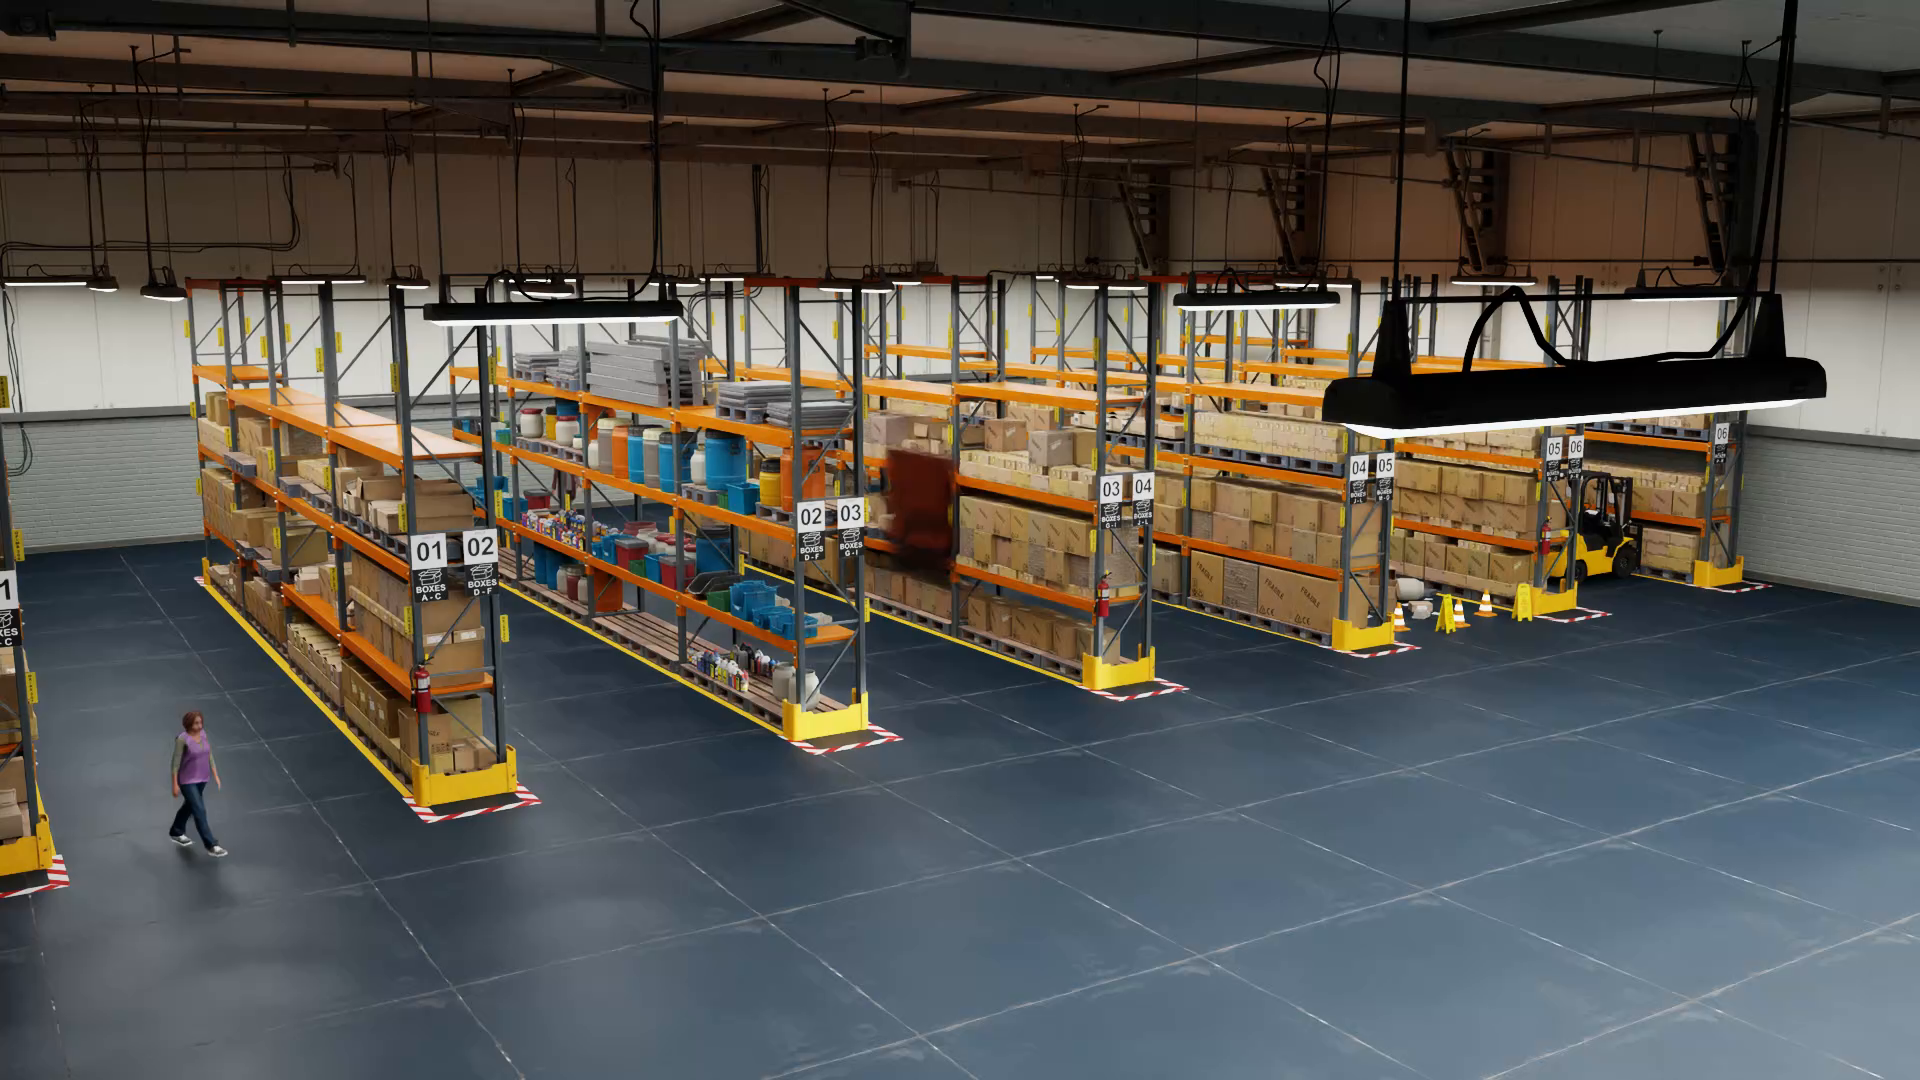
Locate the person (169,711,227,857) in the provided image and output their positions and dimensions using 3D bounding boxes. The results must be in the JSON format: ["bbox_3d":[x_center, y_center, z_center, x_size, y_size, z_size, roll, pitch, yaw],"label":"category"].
[{"bbox_3d":[-8.191,2.586,17.849,0.951,1.542,0.447,3,10,17],"label":"person"}]

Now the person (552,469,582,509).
[{"bbox_3d":[-9.413,-1.230,39.960,0.629,1.718,1.115,-7,12,-36],"label":"person"}]
